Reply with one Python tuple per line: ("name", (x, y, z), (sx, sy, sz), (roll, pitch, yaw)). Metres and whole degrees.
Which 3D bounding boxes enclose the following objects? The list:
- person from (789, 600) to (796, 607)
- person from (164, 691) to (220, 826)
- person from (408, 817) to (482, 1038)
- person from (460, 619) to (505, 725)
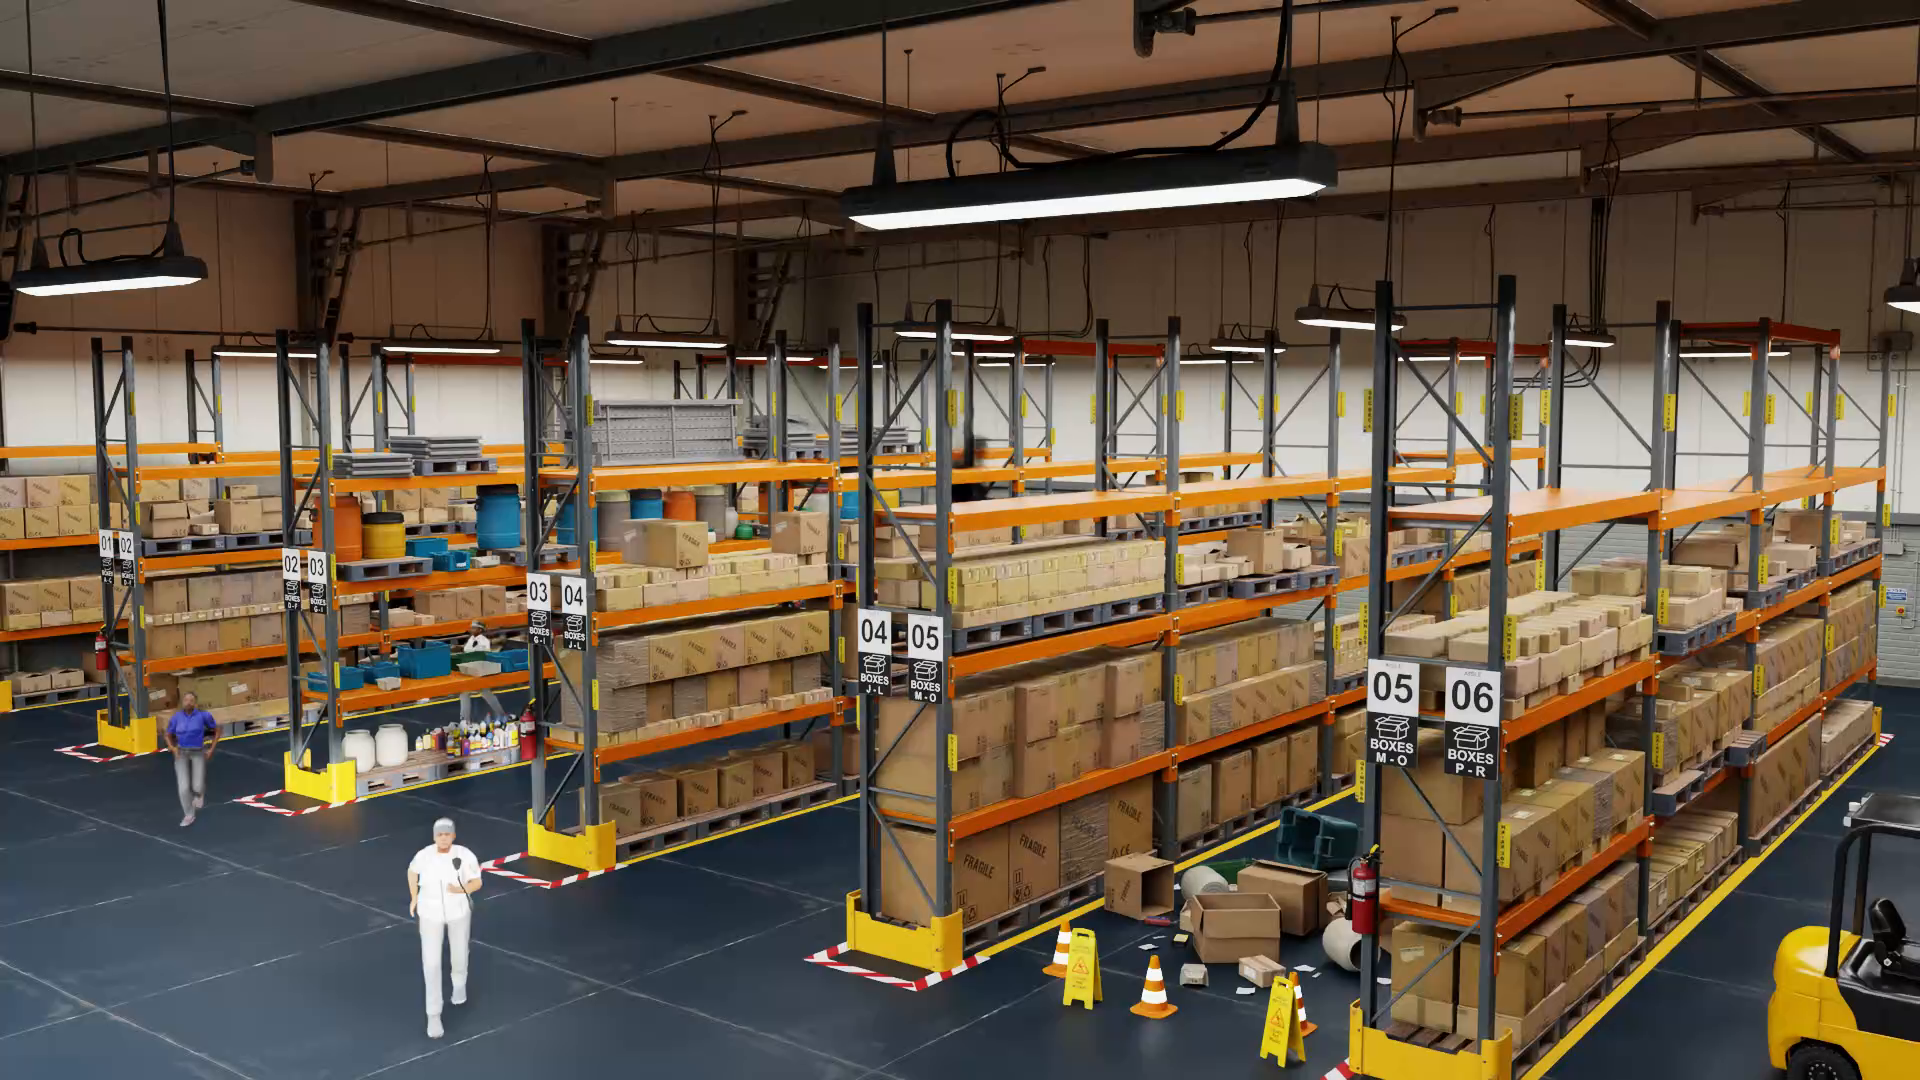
("person", (-3.489, 1.445, 32.321), (0.700, 1.762, 1.017), (3, 6, 30))
("person", (-9.309, 2.622, 20.185), (0.612, 1.612, 0.609), (-2, 5, -20))
("person", (-4.252, 3.134, 13.748), (0.590, 1.710, 0.844), (-2, 5, -17))
("person", (-7.452, 2.077, 25.741), (0.557, 1.726, 0.835), (3, 6, 32))
